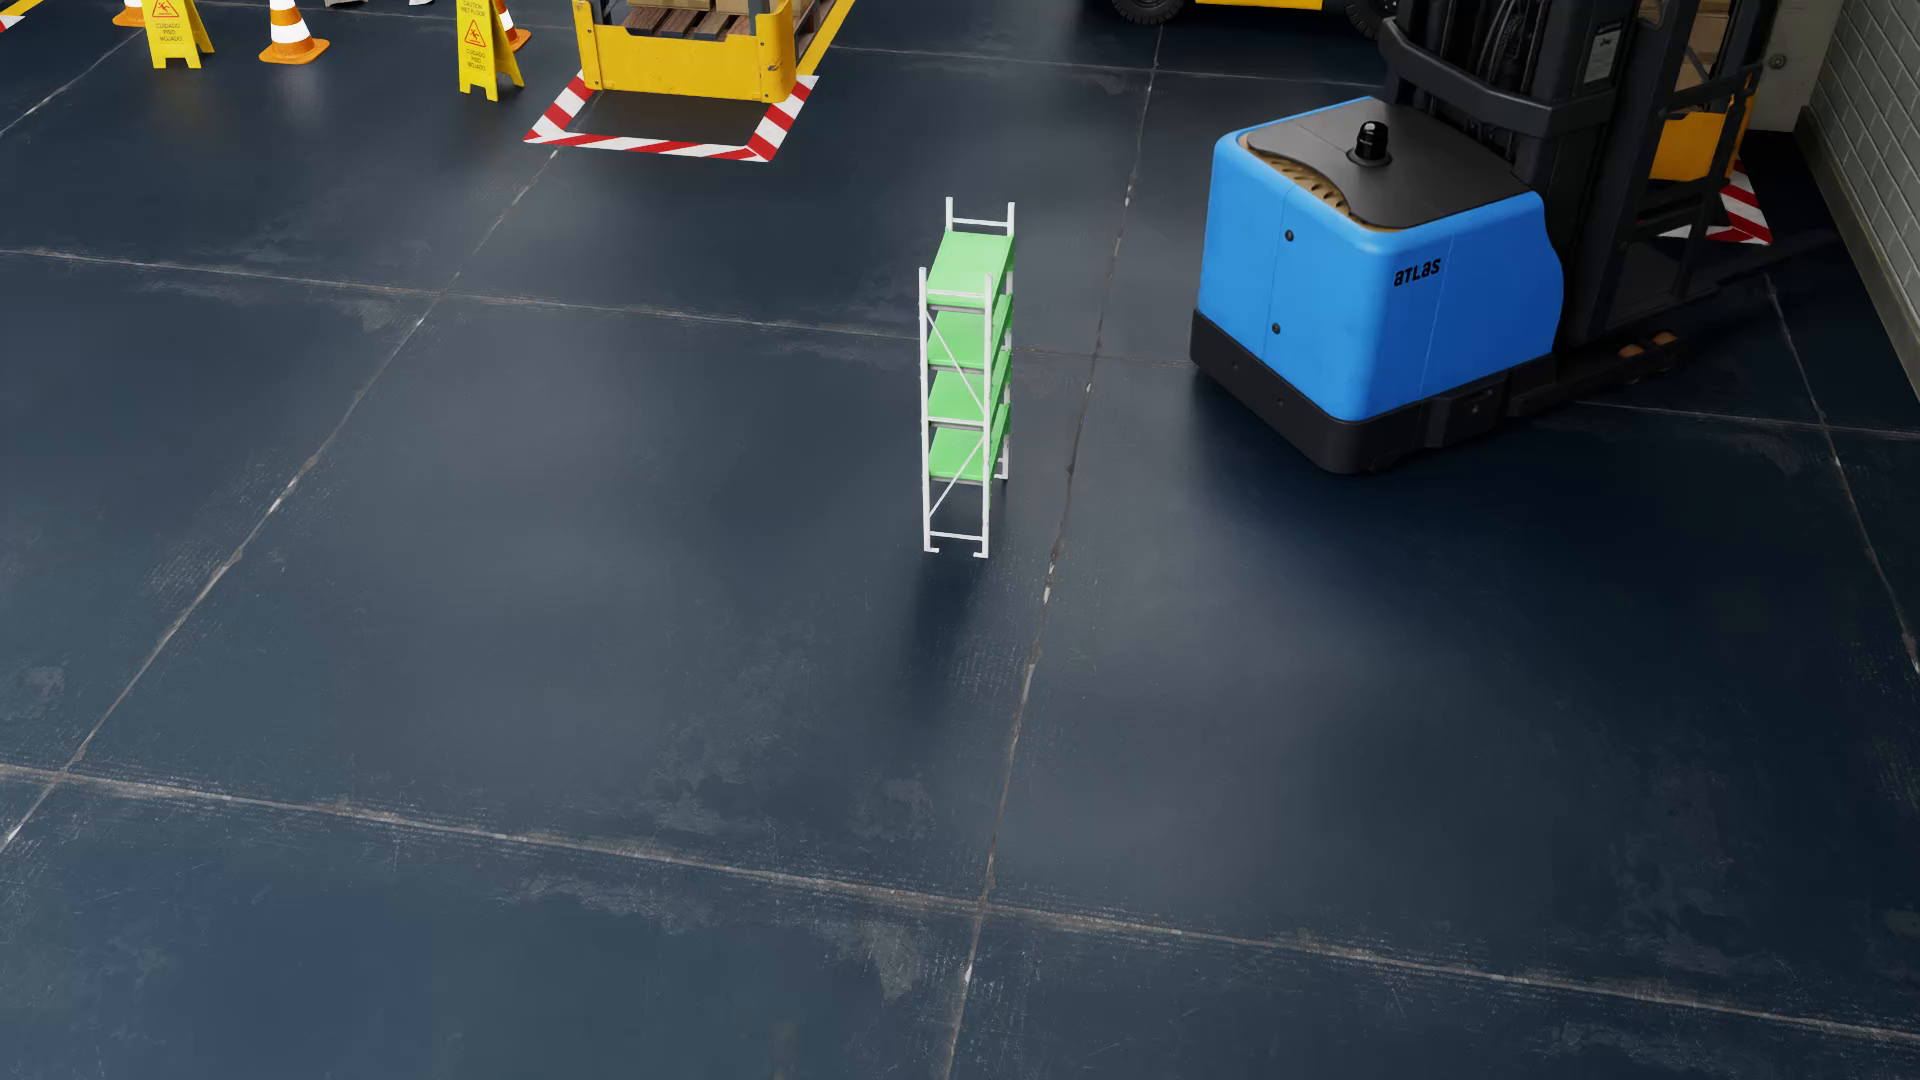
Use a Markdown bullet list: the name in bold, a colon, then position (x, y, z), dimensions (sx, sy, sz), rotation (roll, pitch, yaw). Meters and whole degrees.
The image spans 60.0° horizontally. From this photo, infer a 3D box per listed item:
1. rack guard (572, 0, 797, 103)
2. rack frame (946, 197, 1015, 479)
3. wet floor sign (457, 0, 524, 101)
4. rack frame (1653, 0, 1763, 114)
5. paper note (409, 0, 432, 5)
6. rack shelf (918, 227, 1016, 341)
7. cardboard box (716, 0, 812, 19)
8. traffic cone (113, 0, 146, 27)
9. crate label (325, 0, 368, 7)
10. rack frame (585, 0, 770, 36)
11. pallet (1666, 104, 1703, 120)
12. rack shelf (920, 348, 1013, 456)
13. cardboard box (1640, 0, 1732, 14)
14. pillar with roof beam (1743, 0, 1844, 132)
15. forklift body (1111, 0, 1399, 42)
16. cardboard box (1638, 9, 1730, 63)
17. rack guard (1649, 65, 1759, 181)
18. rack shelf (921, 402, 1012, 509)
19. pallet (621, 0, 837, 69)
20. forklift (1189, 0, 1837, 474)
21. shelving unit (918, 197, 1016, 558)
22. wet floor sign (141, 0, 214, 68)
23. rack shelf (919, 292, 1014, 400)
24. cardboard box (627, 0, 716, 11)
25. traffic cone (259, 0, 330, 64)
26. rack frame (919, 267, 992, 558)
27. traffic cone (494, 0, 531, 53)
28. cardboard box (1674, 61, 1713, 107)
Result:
- **rack guard**: position (-1.515, -2.765, 9.202), dimensions (1.175, 0.500, 0.348), rotation (6, 40, 8)
- **rack frame**: position (0.071, -0.719, 6.179), dimensions (0.240, 1.200, 0.015), rotation (6, 40, 8)
- **wet floor sign**: position (-2.615, -2.772, 9.097), dimensions (0.267, 0.644, 0.232), rotation (20, 44, 23)
- **rack frame**: position (3.362, -3.136, 7.689), dimensions (1.000, 3.000, 0.127), rotation (6, 40, 8)
- **paper note**: position (-3.325, -3.349, 10.277), dimensions (0.148, 0.019, 0.142), rotation (-6, 40, -8)
- **rack shelf**: position (0.029, -0.887, 5.728), dimensions (0.258, 0.148, 0.480), rotation (6, 40, 8)
- **cardboard box**: position (-1.116, -3.259, 9.666), dimensions (0.500, 0.250, 0.500), rotation (6, 40, 7)
- **traffic cone**: position (-4.930, -3.362, 9.954), dimensions (0.336, 0.463, 0.334), rotation (6, 40, 8)
- **crate label**: position (-3.801, -3.399, 10.254), dimensions (0.250, 0.136, 0.298), rotation (-13, 41, -15)
- **rack frame**: position (-1.528, -3.681, 8.348), dimensions (1.000, 3.000, 0.127), rotation (6, 40, 8)
- **pallet**: position (3.453, -2.546, 9.163), dimensions (1.003, 0.211, 1.213), rotation (6, 40, 8)
- **rack shelf**: position (0.029, -0.517, 6.034), dimensions (0.258, 0.148, 0.480), rotation (6, 40, 8)
- **cardboard box**: position (3.631, -2.904, 8.452), dimensions (0.500, 0.250, 0.500), rotation (6, 40, 7)
- **pillar with roof beam**: position (0.130, -6.260, 6.760), dimensions (9.100, 9.000, 0.400), rotation (6, 40, 8)
- **forklift body**: position (1.893, -4.200, 9.642), dimensions (2.313, 2.155, 1.214), rotation (6, 40, 8)
- **cardboard box**: position (3.648, -2.703, 8.601), dimensions (0.500, 0.250, 0.500), rotation (7, 40, 8)
- **rack guard**: position (3.358, -2.157, 8.467), dimensions (1.175, 0.500, 0.348), rotation (6, 40, 8)
- **rack shelf**: position (0.029, -0.332, 6.187), dimensions (0.258, 0.148, 0.480), rotation (6, 40, 8)
- **pallet**: position (-1.339, -3.160, 9.906), dimensions (1.003, 0.211, 1.213), rotation (6, 40, 8)
- **forklift**: position (2.517, -2.065, 6.447), dimensions (3.031, 2.935, 1.130), rotation (-20, 43, -22)
- **shelving unit**: position (0.029, -0.566, 5.993), dimensions (0.258, 1.200, 0.503), rotation (6, 40, 8)
- **wet floor sign**: position (-4.475, -3.019, 9.396), dimensions (0.267, 0.644, 0.232), rotation (0, 40, 0)
- **rack shelf**: position (0.029, -0.702, 5.881), dimensions (0.258, 0.148, 0.480), rotation (6, 40, 8)
- **cardboard box**: position (-1.649, -3.335, 9.758), dimensions (0.500, 0.250, 0.500), rotation (6, 40, 7)
- **traffic cone**: position (-3.876, -3.024, 9.545), dimensions (0.336, 0.463, 0.334), rotation (6, 40, 8)
- **rack frame**: position (-0.014, -0.413, 5.808), dimensions (0.240, 1.200, 0.015), rotation (6, 40, 8)
- **traffic cone**: position (-2.724, -3.115, 9.655), dimensions (0.336, 0.463, 0.334), rotation (6, 40, 8)
- **cardboard box**: position (3.639, -2.525, 8.778), dimensions (0.500, 0.250, 0.500), rotation (7, 40, 8)
